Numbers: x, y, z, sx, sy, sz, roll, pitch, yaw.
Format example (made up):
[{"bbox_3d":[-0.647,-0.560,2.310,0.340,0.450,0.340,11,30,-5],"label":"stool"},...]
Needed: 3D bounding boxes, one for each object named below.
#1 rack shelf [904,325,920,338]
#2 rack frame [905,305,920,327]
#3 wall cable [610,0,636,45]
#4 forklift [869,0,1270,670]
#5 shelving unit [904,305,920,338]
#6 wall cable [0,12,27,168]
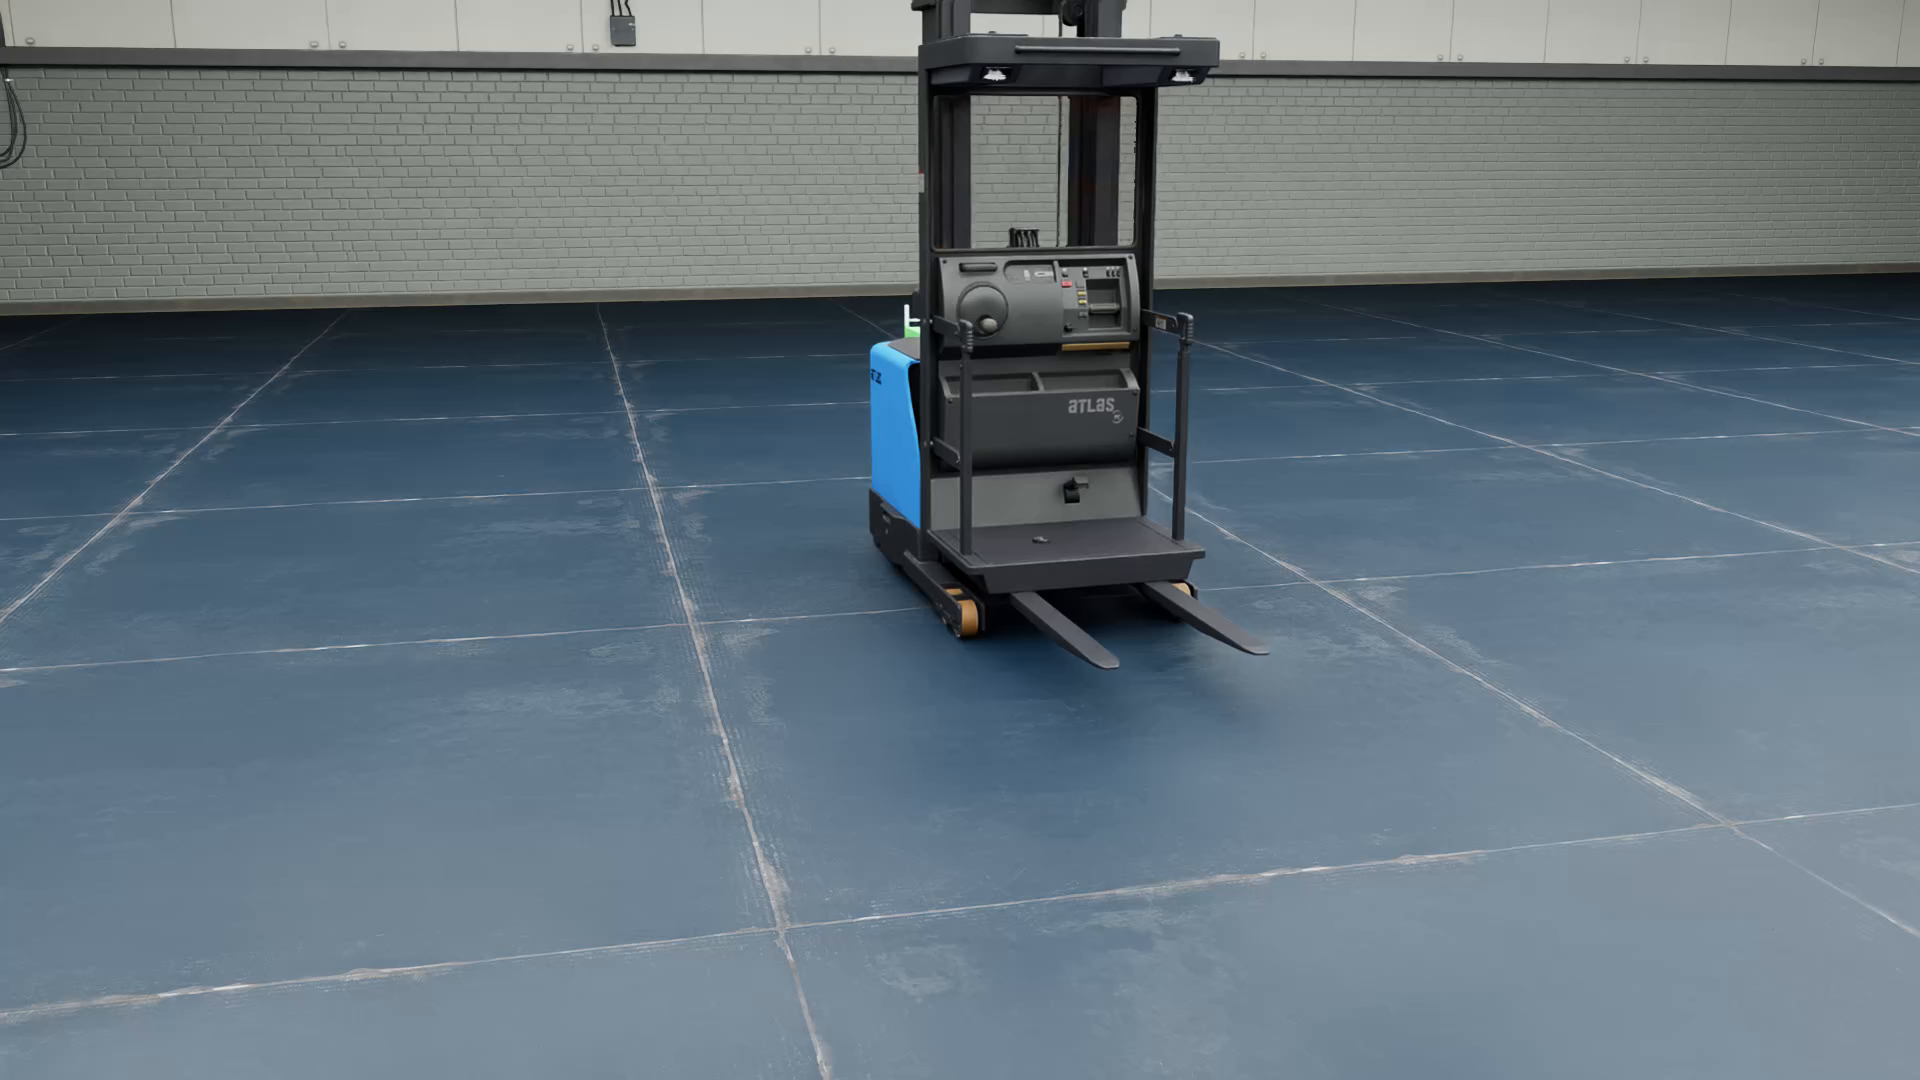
[{"bbox_3d":[-0.121,-1.071,9.031,0.258,0.148,0.480,-4,14,-16],"label":"rack shelf"},{"bbox_3d":[-0.189,-0.723,9.357,0.240,1.200,0.015,-4,14,-16],"label":"rack frame"},{"bbox_3d":[-3.245,-9.178,20.367,2.305,6.003,0.169,-3,14,-13],"label":"wall cable"},{"bbox_3d":[0.424,-1.106,7.277,1.130,2.935,3.031,-4,14,-16],"label":"forklift"},{"bbox_3d":[-0.121,-0.667,9.129,0.258,1.200,0.503,-4,14,-16],"label":"shelving unit"},{"bbox_3d":[-12.477,-5.492,18.988,3.097,2.526,0.112,-3,14,-13],"label":"wall cable"}]
